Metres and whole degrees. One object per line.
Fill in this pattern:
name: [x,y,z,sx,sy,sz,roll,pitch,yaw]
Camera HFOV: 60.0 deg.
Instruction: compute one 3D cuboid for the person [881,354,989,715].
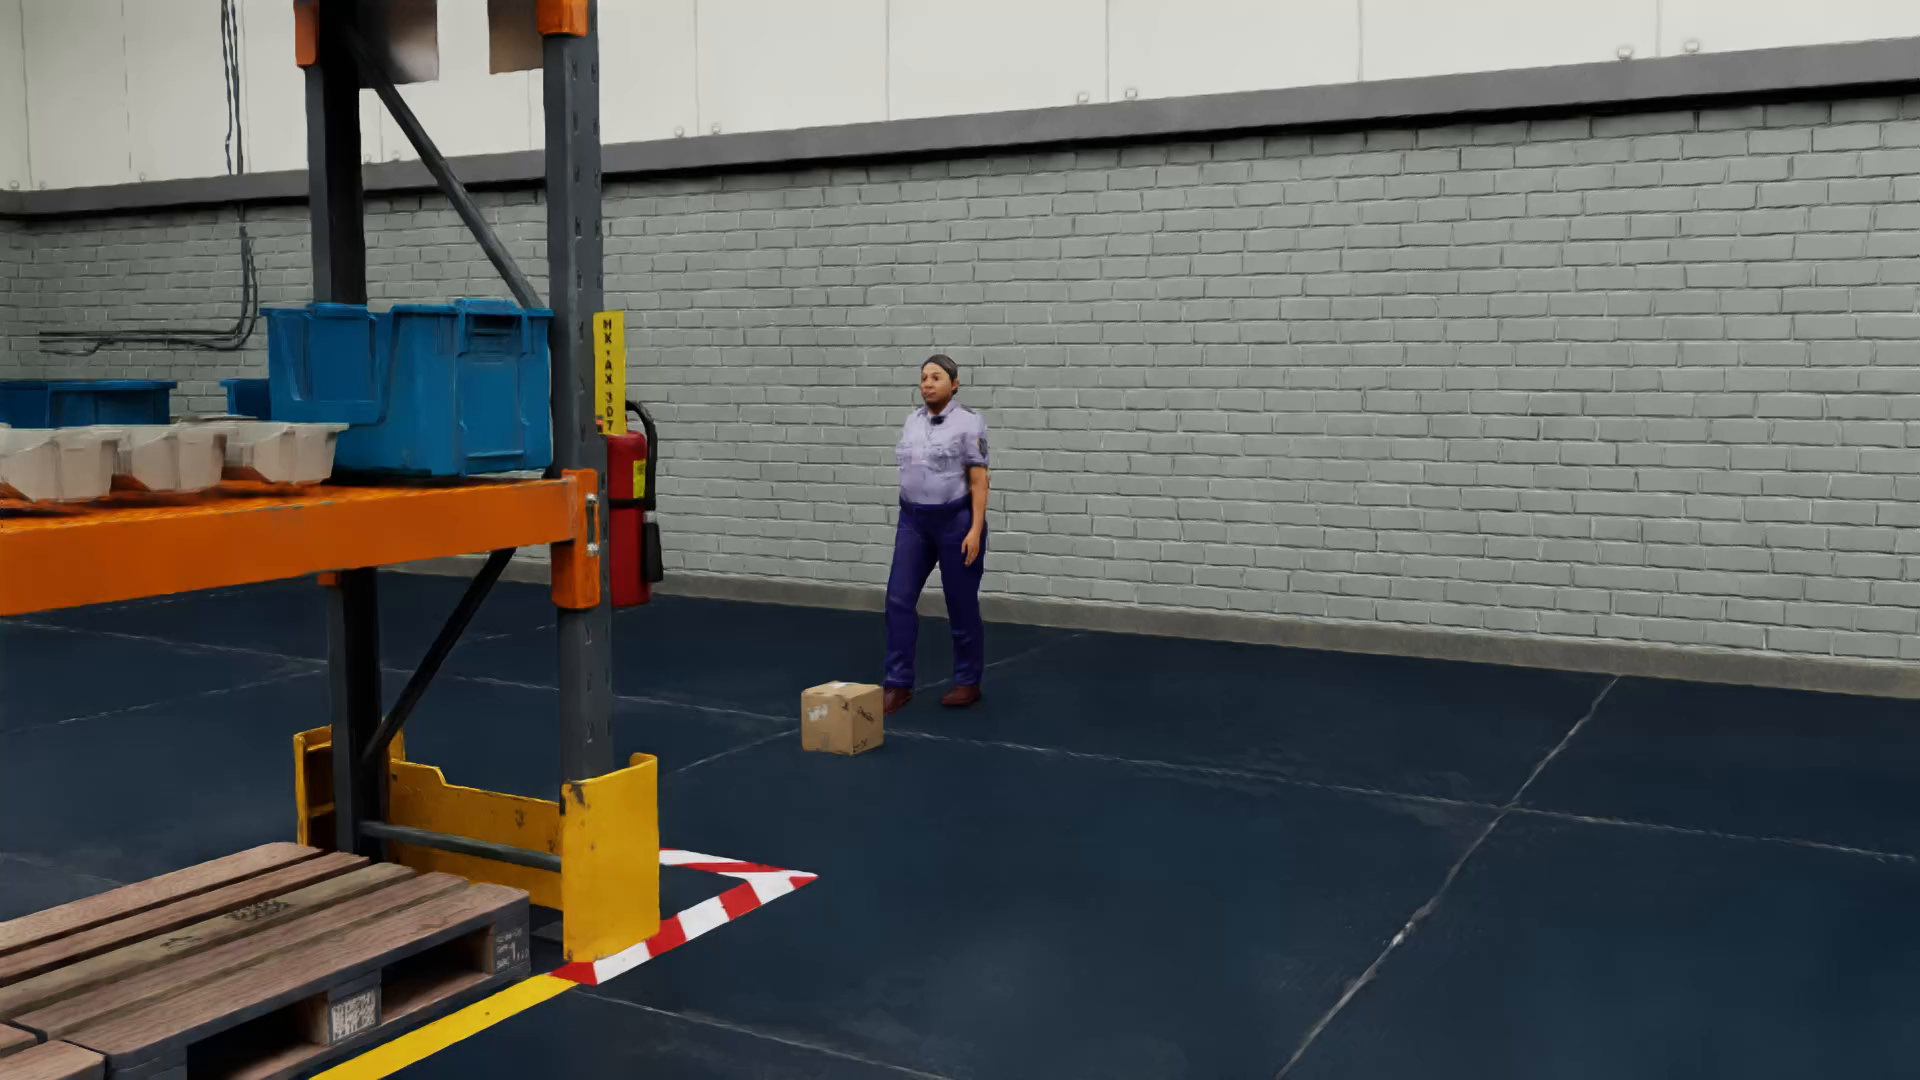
person: [-0.114,-0.025,7.708,0.496,1.667,0.587,3,7,28]
